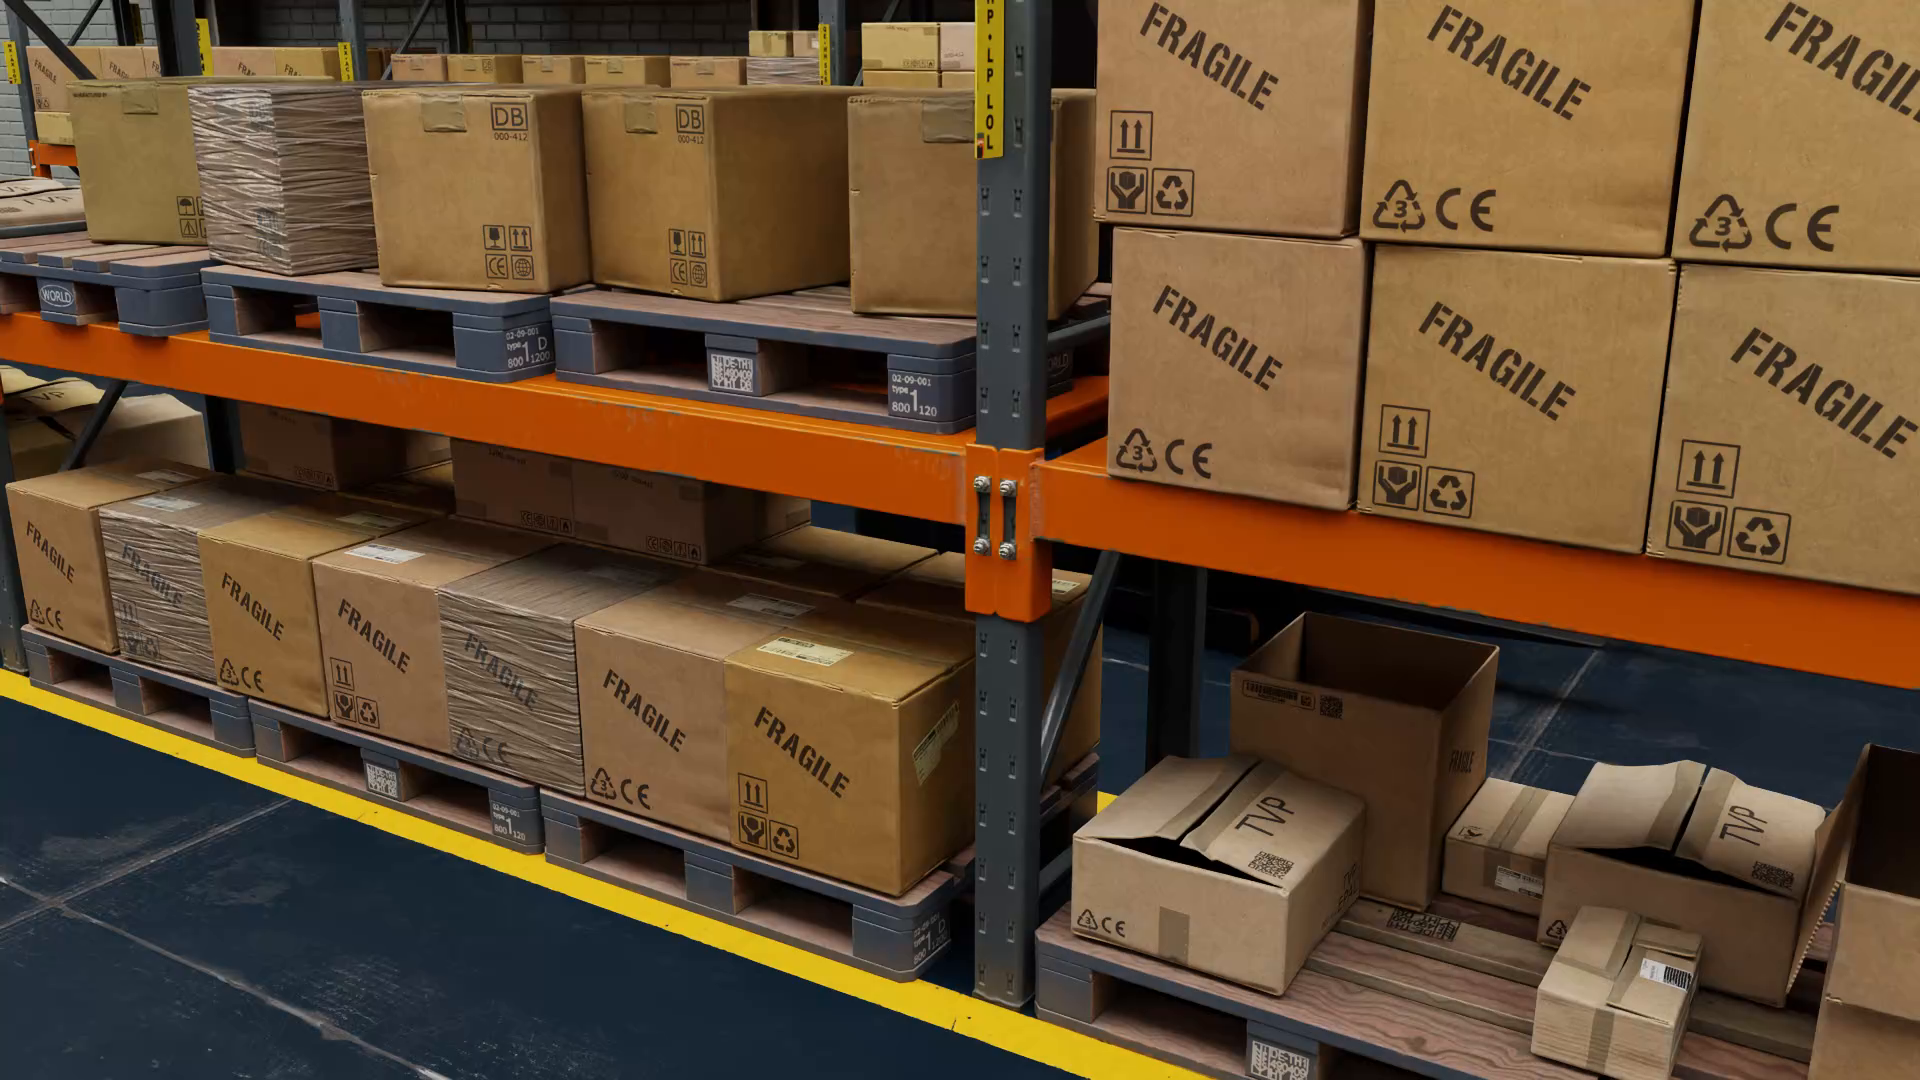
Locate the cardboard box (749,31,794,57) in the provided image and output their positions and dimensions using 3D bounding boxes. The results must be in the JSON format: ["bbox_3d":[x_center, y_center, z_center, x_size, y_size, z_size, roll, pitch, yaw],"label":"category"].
[{"bbox_3d":[-1.067,-2.979,9.983,0.250,0.149,0.380,7,18,21],"label":"cardboard box"}]

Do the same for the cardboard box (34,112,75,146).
[{"bbox_3d":[-7.043,-3.322,13.380,0.500,0.250,0.500,9,19,28],"label":"cardboard box"}]

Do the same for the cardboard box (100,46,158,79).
[{"bbox_3d":[-6.190,-3.529,12.770,0.500,0.500,0.500,9,19,28],"label":"cardboard box"}]

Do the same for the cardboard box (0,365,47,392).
[{"bbox_3d":[-4.242,-0.555,7.089,0.500,0.311,0.500,10,19,29],"label":"cardboard box"}]

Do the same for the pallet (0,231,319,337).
[{"bbox_3d":[-2.450,-0.915,5.563,1.003,0.211,1.213,10,20,30],"label":"pallet"}]

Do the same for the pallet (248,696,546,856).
[{"bbox_3d":[-1.413,0.550,5.206,1.213,0.211,1.003,10,20,30],"label":"pallet"}]

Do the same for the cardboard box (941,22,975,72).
[{"bbox_3d":[0.235,-2.664,8.982,0.500,0.250,0.500,10,19,29],"label":"cardboard box"}]

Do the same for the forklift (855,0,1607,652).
[{"bbox_3d":[1.059,-1.170,6.188,3.031,2.935,1.130,11,20,33],"label":"forklift"}]

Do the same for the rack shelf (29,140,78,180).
[{"bbox_3d":[-5.588,-2.888,12.967,4.000,0.370,1.077,10,20,30],"label":"rack shelf"}]

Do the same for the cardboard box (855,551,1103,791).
[{"bbox_3d":[0.059,0.367,4.554,0.500,0.500,0.500,9,19,28],"label":"cardboard box"}]

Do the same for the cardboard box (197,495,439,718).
[{"bbox_3d":[-1.952,0.189,5.143,0.500,0.500,0.500,10,19,29],"label":"cardboard box"}]

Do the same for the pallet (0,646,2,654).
[{"bbox_3d":[-3.746,0.107,6.666,1.213,0.211,1.003,10,20,30],"label":"pallet"}]

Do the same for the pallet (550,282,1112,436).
[{"bbox_3d":[-0.280,-0.541,4.331,1.213,0.211,1.003,10,20,30],"label":"pallet"}]

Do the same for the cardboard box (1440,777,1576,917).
[{"bbox_3d":[1.329,0.728,3.972,0.250,0.149,0.380,10,20,30],"label":"cardboard box"}]

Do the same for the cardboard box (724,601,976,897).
[{"bbox_3d":[-0.226,0.497,4.127,0.500,0.500,0.500,10,20,30],"label":"cardboard box"}]

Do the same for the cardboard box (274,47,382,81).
[{"bbox_3d":[-4.448,-3.220,11.755,0.500,0.500,0.500,10,20,30],"label":"cardboard box"}]

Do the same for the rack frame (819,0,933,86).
[{"bbox_3d":[-0.475,-2.320,9.858,0.127,3.000,1.000,10,20,30],"label":"rack frame"}]

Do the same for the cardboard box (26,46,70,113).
[{"bbox_3d":[-7.043,-3.686,13.290,0.500,0.500,0.500,10,20,30],"label":"cardboard box"}]

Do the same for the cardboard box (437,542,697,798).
[{"bbox_3d":[-1.070,0.344,4.633,0.500,0.500,0.500,10,20,31],"label":"cardboard box"}]

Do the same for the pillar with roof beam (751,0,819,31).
[{"bbox_3d":[-3.383,-4.536,6.832,0.400,9.000,9.100,10,20,30],"label":"pillar with roof beam"}]

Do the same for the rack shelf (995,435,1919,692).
[{"bbox_3d":[2.048,0.164,2.917,4.000,0.370,1.077,10,20,30],"label":"rack shelf"}]

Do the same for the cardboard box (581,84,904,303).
[{"bbox_3d":[-0.562,-0.949,4.451,0.500,0.500,0.700,14,22,39],"label":"cardboard box"}]

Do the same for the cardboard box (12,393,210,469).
[{"bbox_3d":[-3.357,-0.399,6.576,0.500,0.311,0.500,11,20,32],"label":"cardboard box"}]

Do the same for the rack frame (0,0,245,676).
[{"bbox_3d":[-3.064,-1.093,5.817,0.127,3.000,1.000,10,20,30],"label":"rack frame"}]

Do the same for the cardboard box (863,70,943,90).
[{"bbox_3d":[-0.195,-2.382,9.345,0.500,0.500,0.500,11,20,32],"label":"cardboard box"}]

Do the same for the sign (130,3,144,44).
[{"bbox_3d":[-6.985,-4.377,14.092,0.005,0.325,0.100,10,20,30],"label":"sign"}]

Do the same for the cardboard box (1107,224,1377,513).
[{"bbox_3d":[0.636,-0.387,3.322,0.500,0.500,0.500,11,20,31],"label":"cardboard box"}]

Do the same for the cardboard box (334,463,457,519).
[{"bbox_3d":[-1.704,0.056,5.580,0.500,0.500,0.500,9,19,28],"label":"cardboard box"}]

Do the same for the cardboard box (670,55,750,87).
[{"bbox_3d":[-1.371,-2.726,10.264,0.500,0.500,0.700,8,19,25],"label":"cardboard box"}]

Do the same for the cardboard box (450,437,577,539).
[{"bbox_3d":[-1.220,-0.220,5.197,0.500,0.250,0.500,10,19,29],"label":"cardboard box"}]

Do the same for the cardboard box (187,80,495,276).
[{"bbox_3d":[-1.789,-1.087,4.904,0.500,0.500,0.700,15,22,40],"label":"cardboard box"}]

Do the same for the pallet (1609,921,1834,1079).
[{"bbox_3d":[1.972,1.140,3.265,1.213,0.211,1.003,10,20,30],"label":"pallet"}]

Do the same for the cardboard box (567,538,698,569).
[{"bbox_3d":[-0.823,0.211,5.069,0.500,0.500,0.500,10,20,31],"label":"cardboard box"}]

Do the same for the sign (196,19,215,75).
[{"bbox_3d":[-2.789,-1.745,6.108,0.005,0.325,0.100,10,20,30],"label":"sign"}]

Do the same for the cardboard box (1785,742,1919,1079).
[{"bbox_3d":[1.948,0.784,3.176,0.637,0.503,0.797,10,20,30],"label":"cardboard box"}]

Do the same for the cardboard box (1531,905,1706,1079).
[{"bbox_3d":[1.331,0.908,3.350,0.250,0.166,0.380,10,20,30],"label":"cardboard box"}]

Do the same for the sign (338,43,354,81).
[{"bbox_3d":[-4.161,-3.207,11.289,0.005,0.325,0.100,10,20,30],"label":"sign"}]

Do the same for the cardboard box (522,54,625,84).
[{"bbox_3d":[-2.418,-2.922,10.910,0.500,0.500,0.700,13,21,38],"label":"cardboard box"}]

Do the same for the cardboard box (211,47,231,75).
[{"bbox_3d":[-5.300,-3.374,12.262,0.500,0.500,0.500,9,19,28],"label":"cardboard box"}]

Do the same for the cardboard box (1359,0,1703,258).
[{"bbox_3d":[1.038,-0.791,2.931,0.500,0.500,0.500,9,19,28],"label":"cardboard box"}]

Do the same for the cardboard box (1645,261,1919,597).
[{"bbox_3d":[1.499,-0.233,2.816,0.500,0.500,0.500,10,20,30],"label":"cardboard box"}]

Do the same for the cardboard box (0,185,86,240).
[{"bbox_3d":[-3.352,-1.116,6.048,0.500,0.311,0.500,12,20,33],"label":"cardboard box"}]

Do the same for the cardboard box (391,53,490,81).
[{"bbox_3d":[-3.468,-3.101,11.500,0.500,0.500,0.700,10,20,30],"label":"cardboard box"}]

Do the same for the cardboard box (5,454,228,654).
[{"bbox_3d":[-2.826,0.033,5.656,0.500,0.500,0.500,11,20,32],"label":"cardboard box"}]
